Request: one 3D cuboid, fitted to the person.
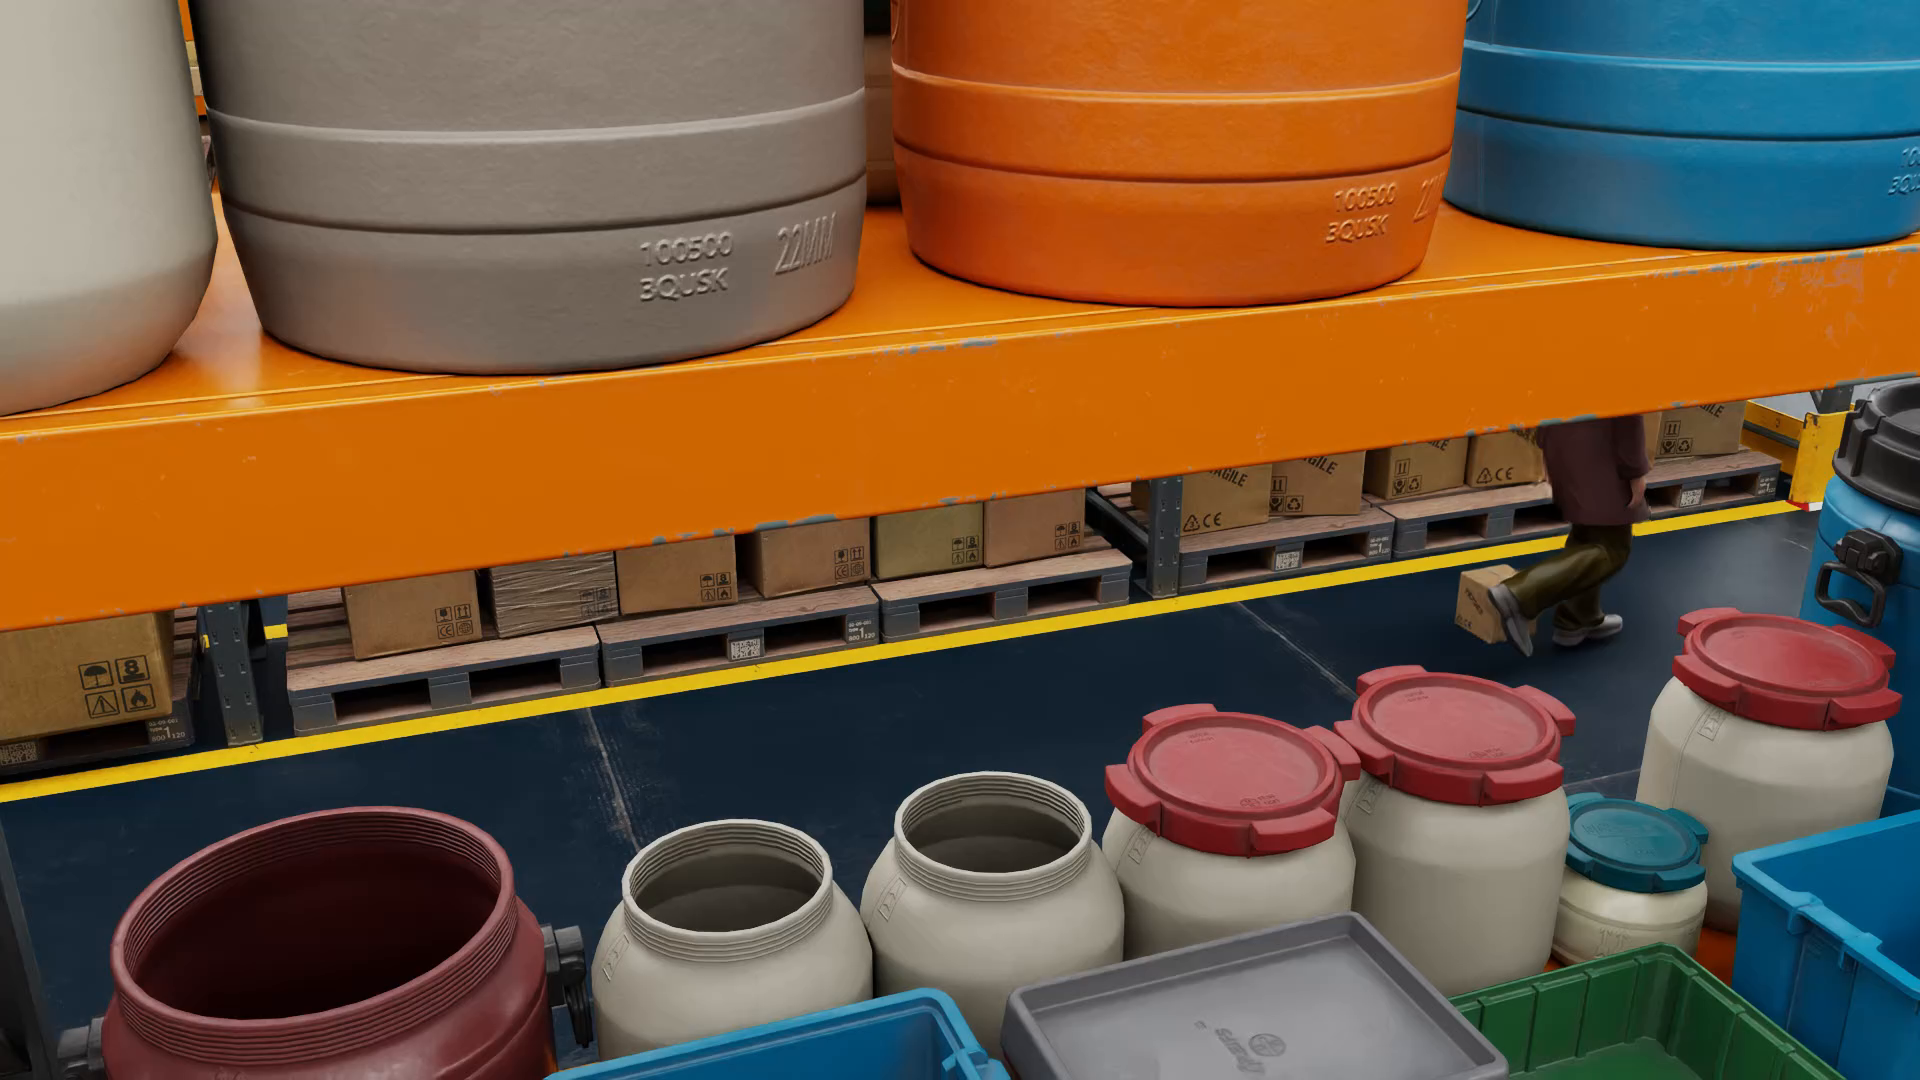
[{"bbox_3d":[2.570,-0.335,6.881,0.815,1.753,0.601,-6,23,-14],"label":"person"}]
